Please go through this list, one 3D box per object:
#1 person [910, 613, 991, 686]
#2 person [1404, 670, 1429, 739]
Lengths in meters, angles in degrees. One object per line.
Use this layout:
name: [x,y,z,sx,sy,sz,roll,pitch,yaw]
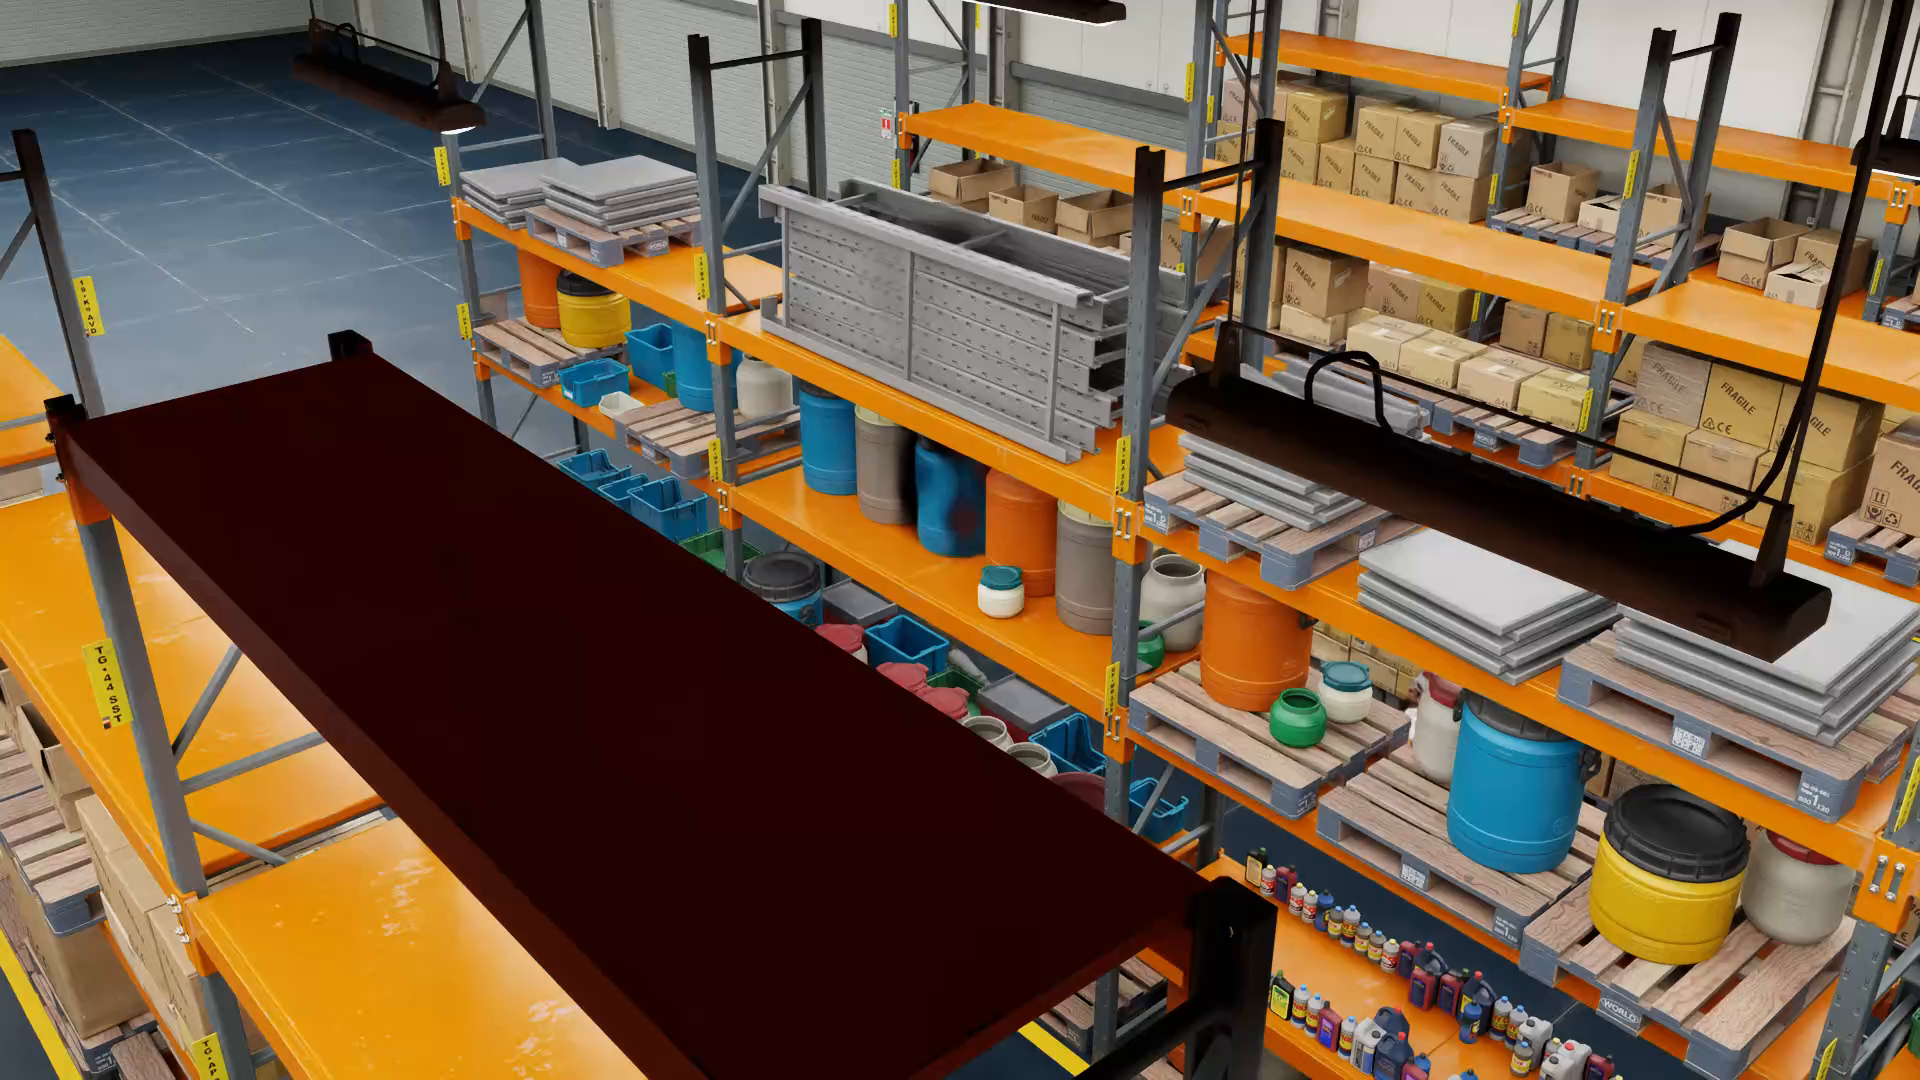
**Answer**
person: [-0.089,0.662,14.397,0.756,1.726,0.656,20,33,34]
person: [3.319,1.736,12.219,0.694,1.784,0.644,22,34,37]
